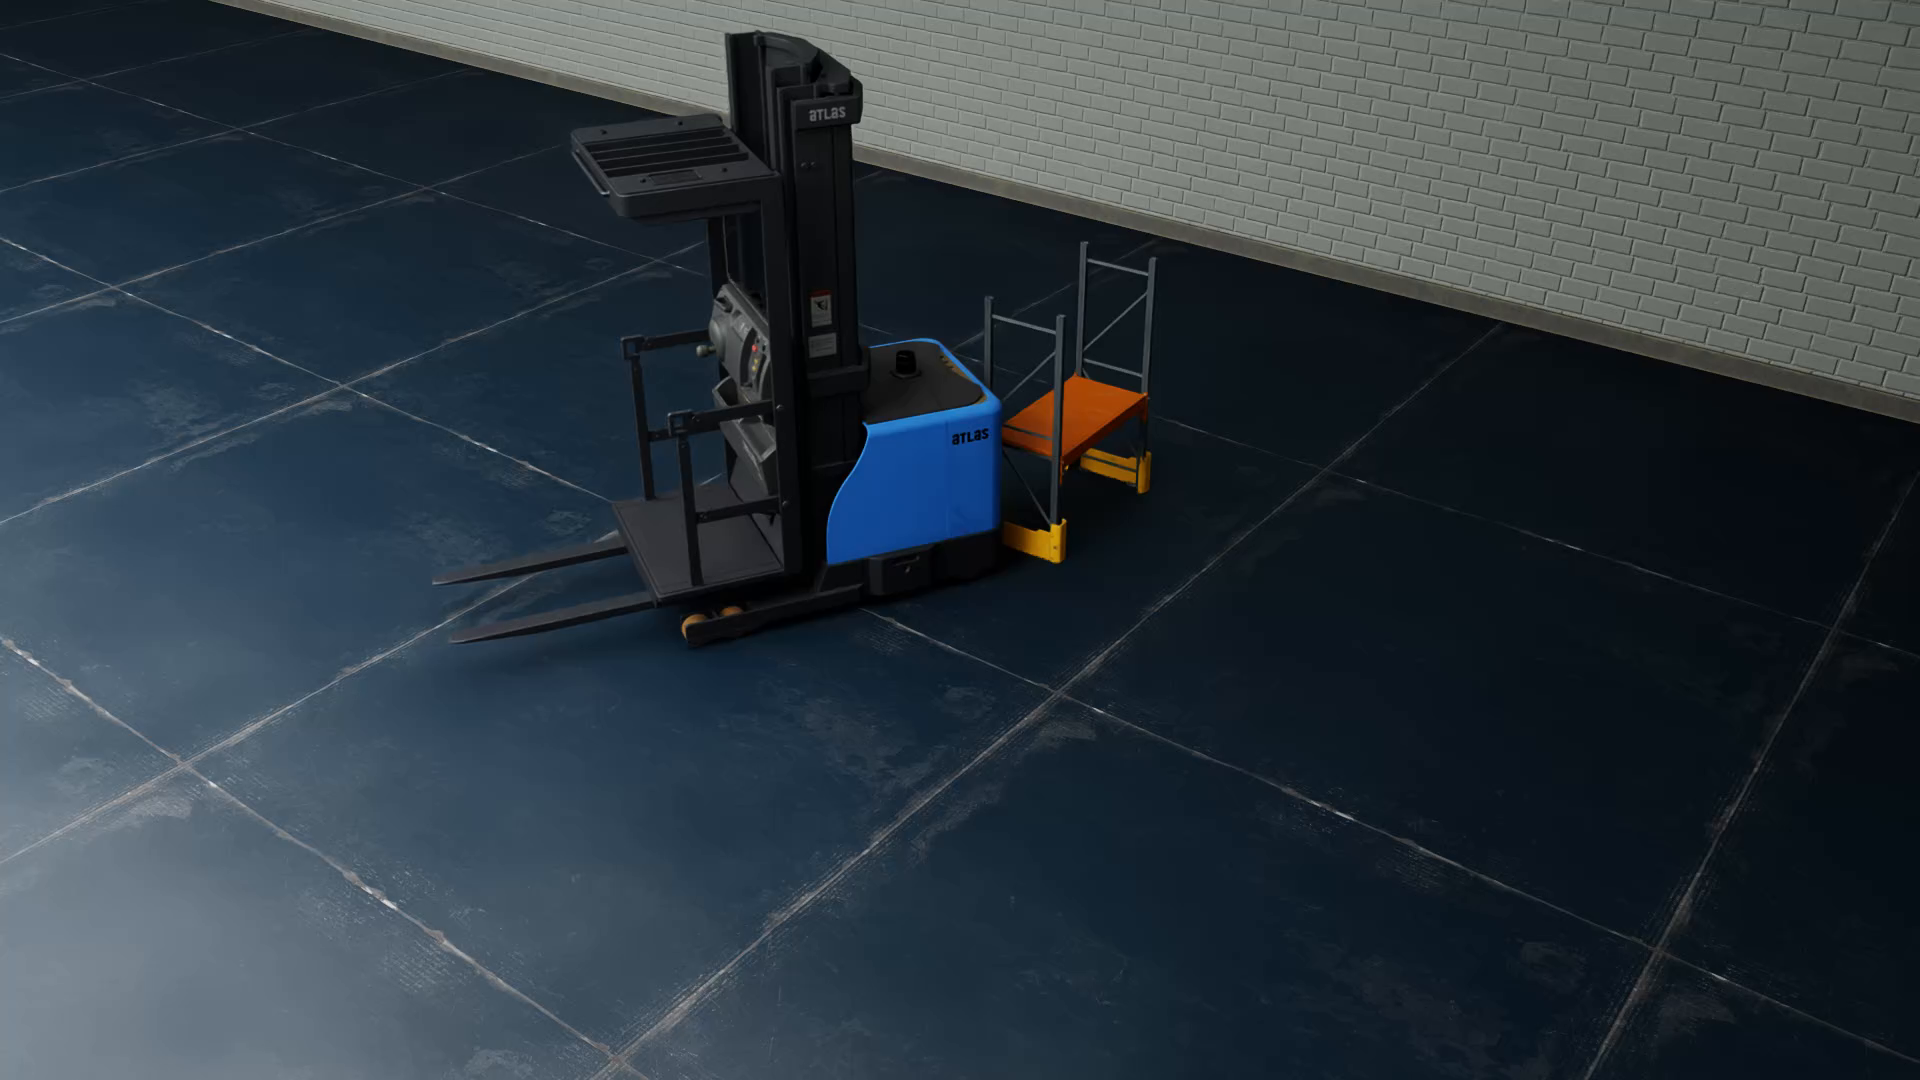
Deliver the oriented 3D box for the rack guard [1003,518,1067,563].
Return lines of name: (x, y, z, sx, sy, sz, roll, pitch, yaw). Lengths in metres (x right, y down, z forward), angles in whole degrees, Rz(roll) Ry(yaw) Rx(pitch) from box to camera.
rack guard: (0.350, -0.072, 9.626, 0.587, 0.250, 0.087, 19, 36, 29)

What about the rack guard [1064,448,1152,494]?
rack guard: (0.912, -0.491, 10.333, 0.587, 0.250, 0.087, 19, 36, 29)

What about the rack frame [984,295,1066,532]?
rack frame: (0.349, -0.609, 9.307, 0.500, 1.500, 0.032, 19, 36, 29)

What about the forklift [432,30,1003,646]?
forklift: (-1.324, -1.006, 8.573, 3.031, 2.935, 1.130, -12, 33, -20)

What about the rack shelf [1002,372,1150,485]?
rack shelf: (0.636, -0.668, 9.759, 0.538, 0.185, 1.000, 19, 36, 29)

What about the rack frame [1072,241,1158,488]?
rack frame: (0.923, -1.037, 10.028, 0.500, 1.500, 0.032, 19, 36, 29)

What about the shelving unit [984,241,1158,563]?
shelving unit: (0.631, -0.819, 9.661, 0.587, 1.500, 1.083, 19, 36, 29)
